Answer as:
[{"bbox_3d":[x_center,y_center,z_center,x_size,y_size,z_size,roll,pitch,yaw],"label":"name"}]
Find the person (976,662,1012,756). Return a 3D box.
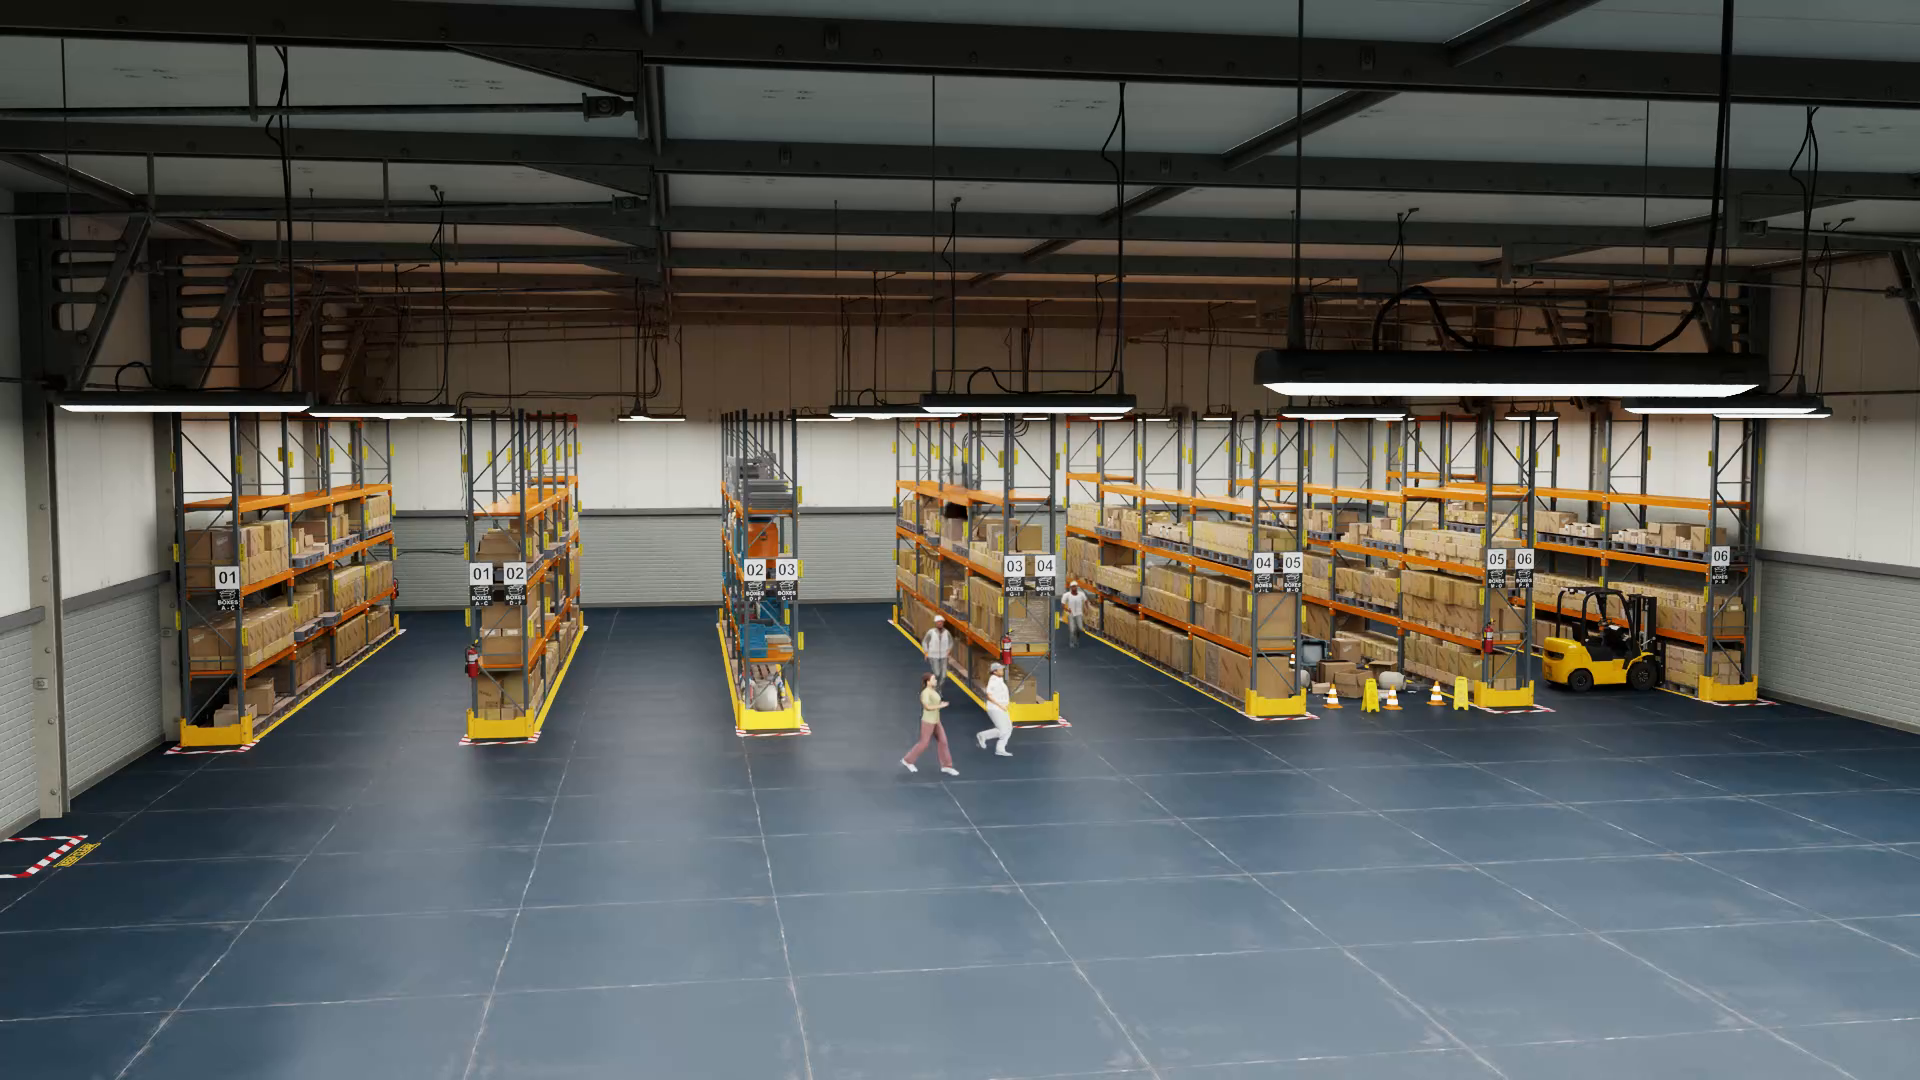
[{"bbox_3d":[0.602,2.920,28.674,0.607,1.629,0.608,1,4,11],"label":"person"}]

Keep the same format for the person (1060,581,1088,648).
[{"bbox_3d":[2.931,1.904,42.268,0.746,1.724,0.593,-1,4,-8],"label":"person"}]

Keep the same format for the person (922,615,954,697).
[{"bbox_3d":[-0.436,2.418,34.511,0.650,1.723,0.613,-1,4,-14],"label":"person"}]

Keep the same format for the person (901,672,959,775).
[{"bbox_3d":[-0.484,2.976,27.021,0.952,1.670,0.568,1,4,17],"label":"person"}]

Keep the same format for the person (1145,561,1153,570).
[{"bbox_3d":[5.406,1.518,47.378,0.687,1.829,0.790,-2,4,-23],"label":"person"}]
